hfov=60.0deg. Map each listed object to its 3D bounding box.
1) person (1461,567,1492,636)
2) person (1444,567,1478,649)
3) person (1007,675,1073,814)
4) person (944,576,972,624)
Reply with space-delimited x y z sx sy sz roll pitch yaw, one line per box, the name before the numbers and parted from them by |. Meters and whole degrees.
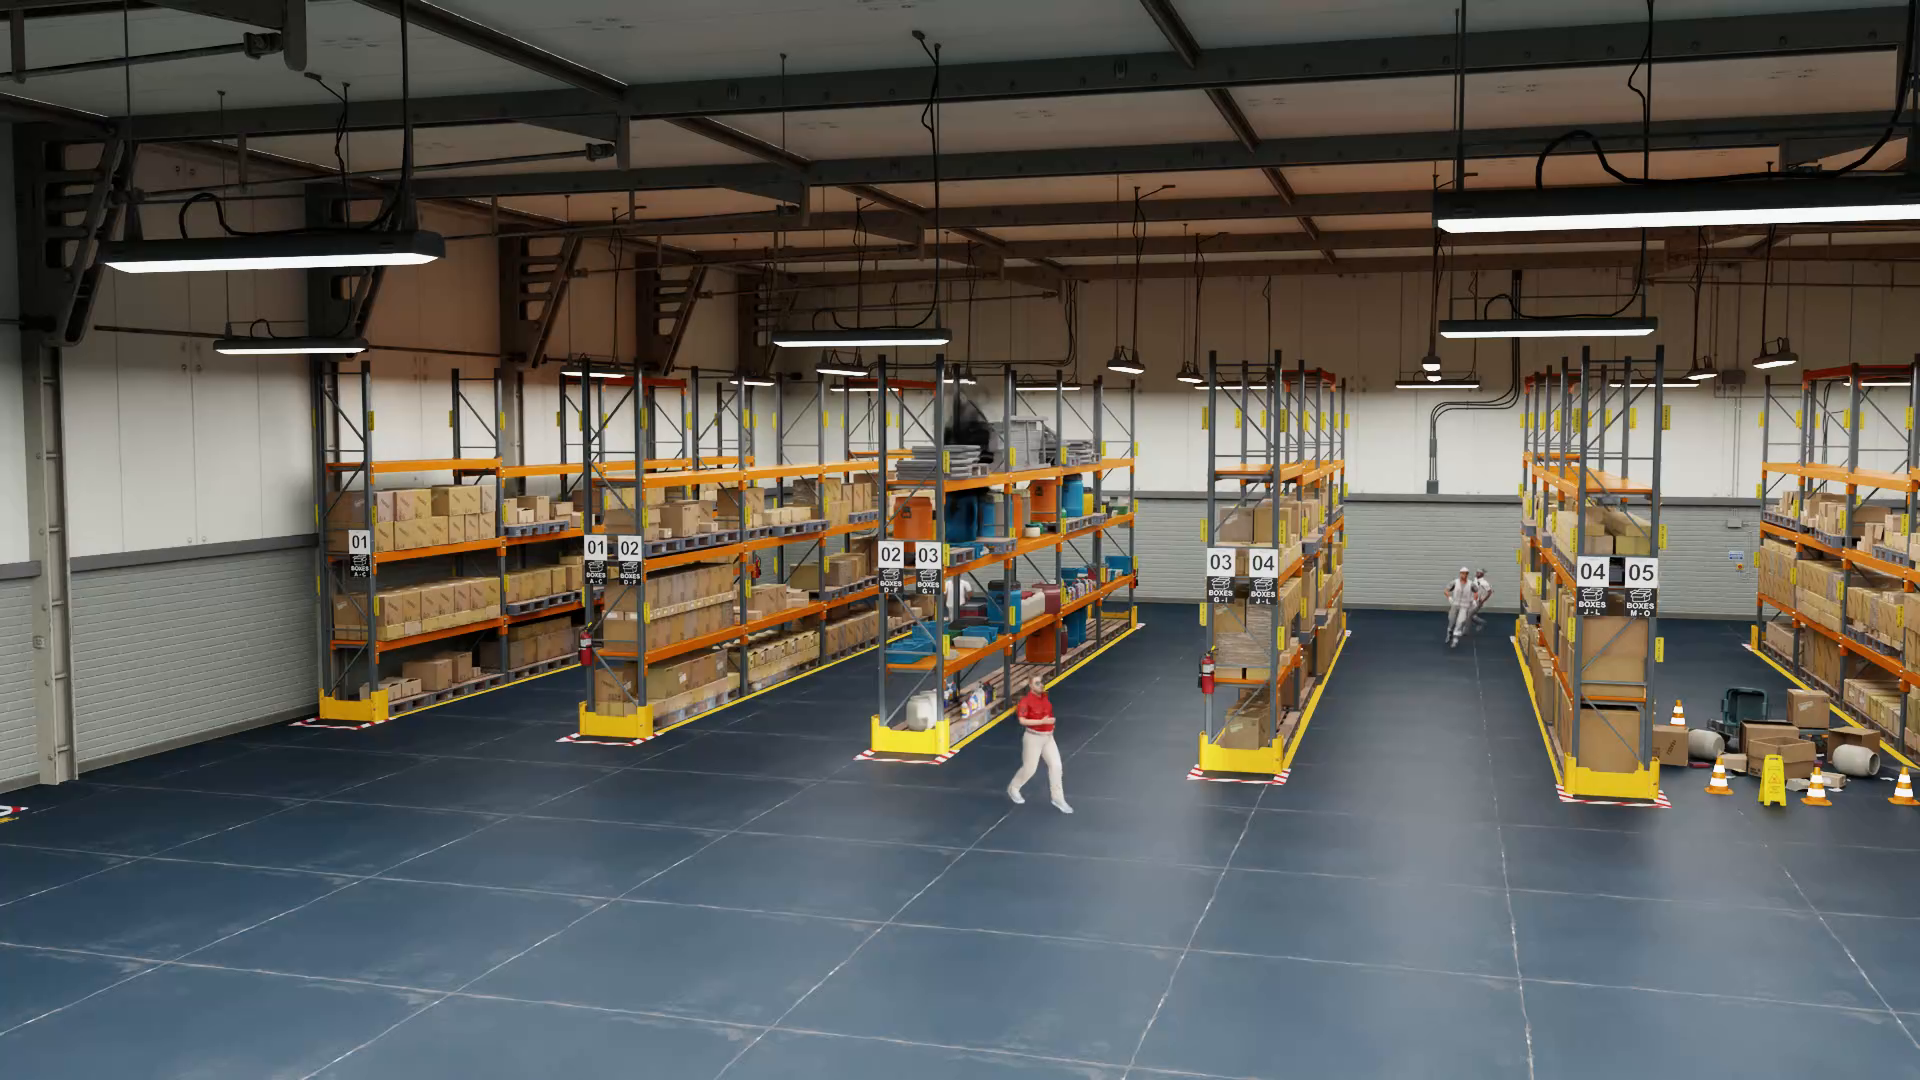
person | 11.969 1.423 38.528 0.757 1.629 0.637 -2 4 -23
person | 11.042 1.478 36.698 0.697 1.749 0.995 1 4 19
person | 1.029 2.608 21.464 0.669 1.740 0.977 -4 5 -41
person | -0.092 1.488 36.951 0.675 1.732 0.626 0 4 7
